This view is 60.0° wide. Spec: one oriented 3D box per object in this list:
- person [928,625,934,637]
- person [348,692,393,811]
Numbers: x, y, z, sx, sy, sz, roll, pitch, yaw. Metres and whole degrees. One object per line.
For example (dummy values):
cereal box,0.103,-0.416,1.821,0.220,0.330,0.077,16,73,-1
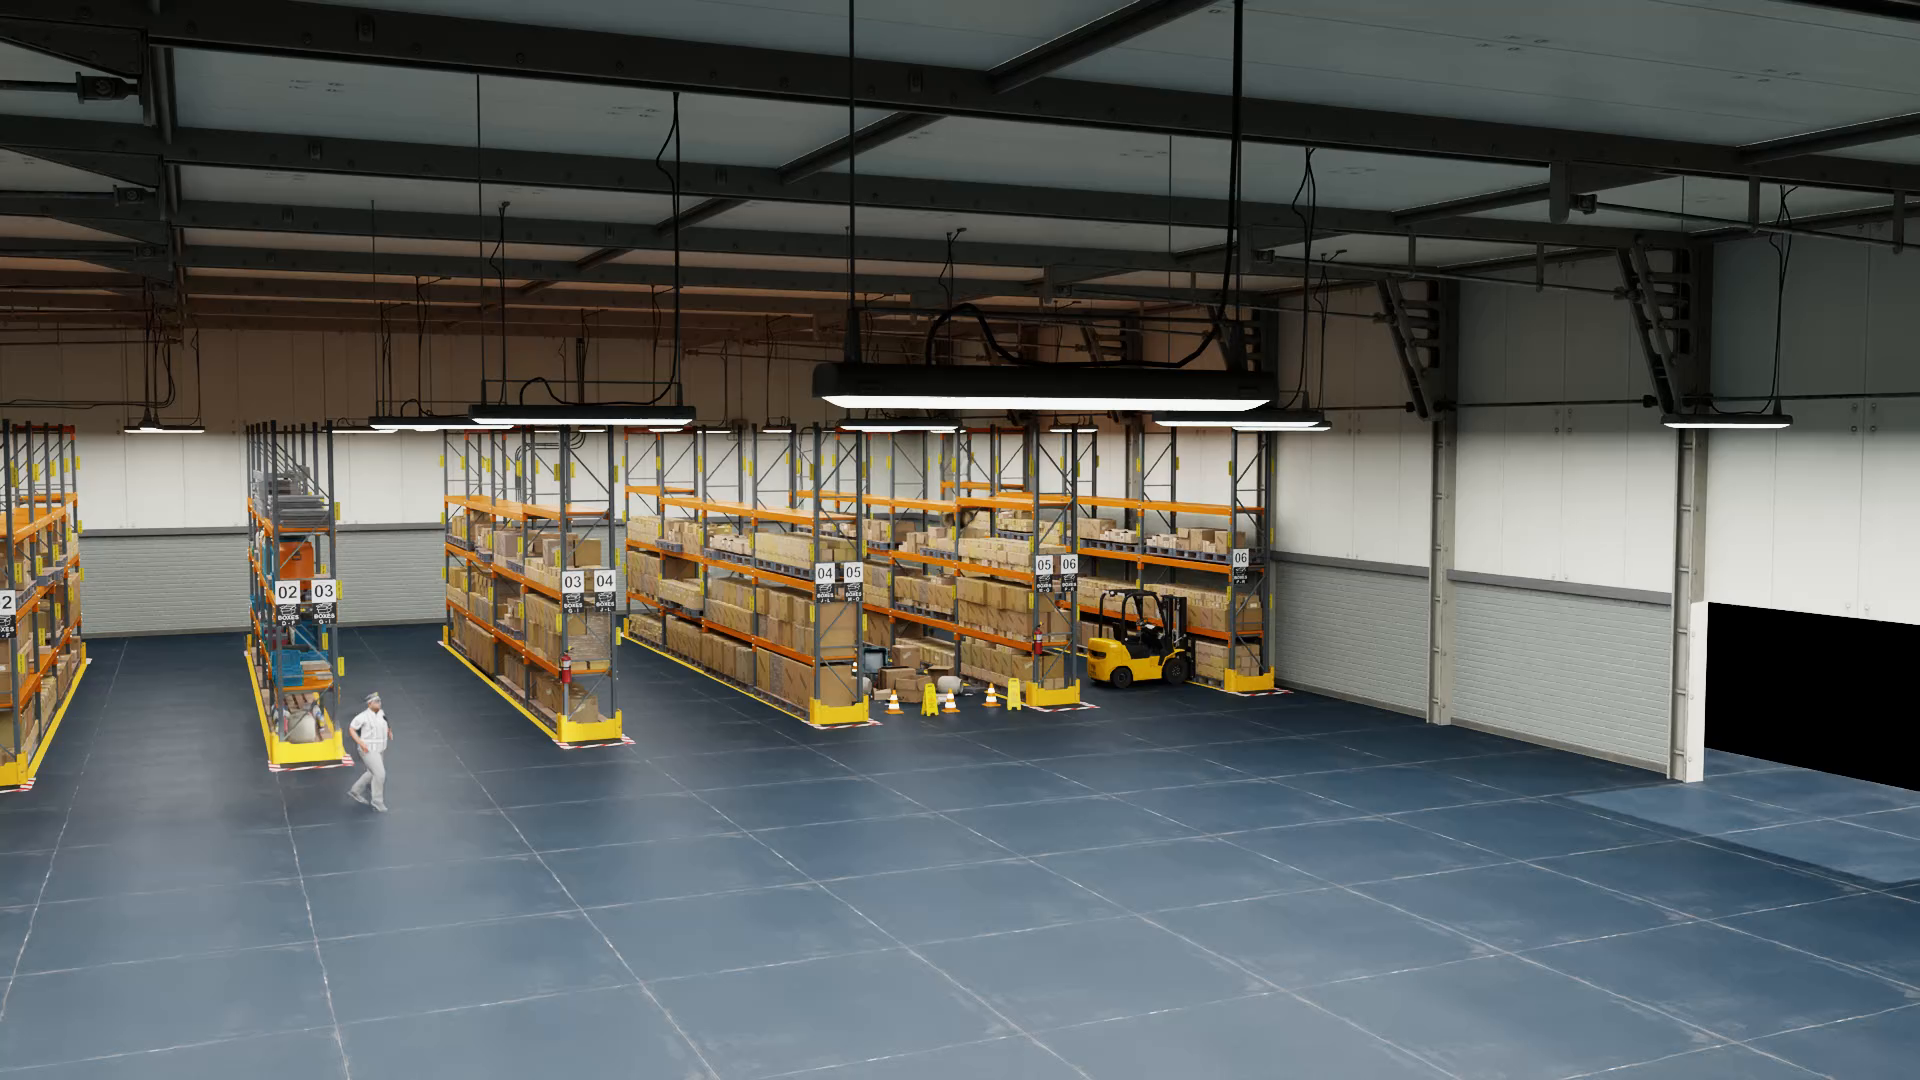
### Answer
person,-0.931,1.890,47.513,0.704,1.721,0.555,-3,4,-36
person,-9.082,3.251,25.578,0.761,1.858,0.688,1,4,13
